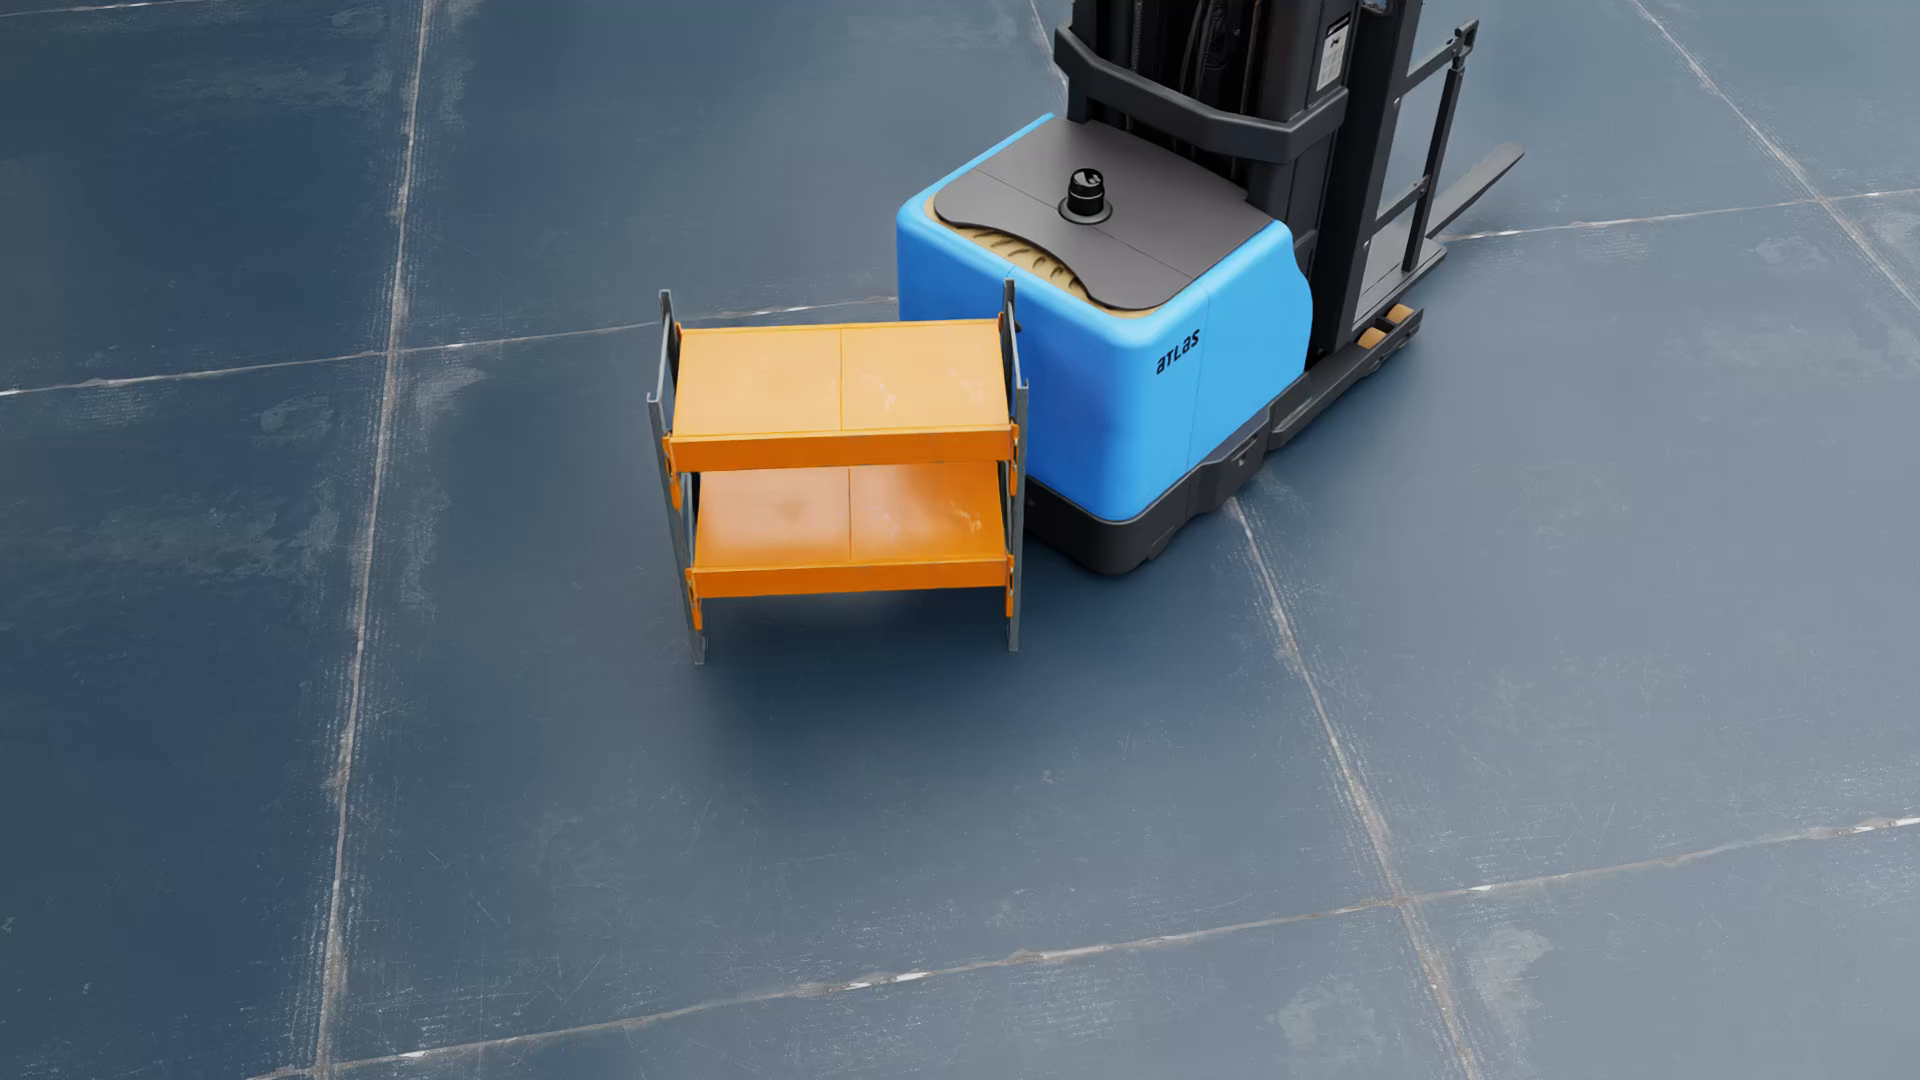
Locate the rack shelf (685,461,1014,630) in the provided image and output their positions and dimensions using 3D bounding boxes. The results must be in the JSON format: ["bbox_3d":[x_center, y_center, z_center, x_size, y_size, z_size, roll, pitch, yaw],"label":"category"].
[{"bbox_3d":[-0.347,-0.018,5.326,1.000,0.278,0.538,-2,46,-2],"label":"rack shelf"}]

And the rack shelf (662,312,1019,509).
[{"bbox_3d":[-0.347,-0.391,4.939,1.000,0.278,0.538,-2,46,-2],"label":"rack shelf"}]

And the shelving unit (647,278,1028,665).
[{"bbox_3d":[-0.347,-0.187,5.150,1.048,1.125,0.538,-2,46,-2],"label":"shelving unit"}]

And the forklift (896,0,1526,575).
[{"bbox_3d":[1.139,-1.882,5.528,1.130,2.935,3.031,33,54,28],"label":"forklift"}]

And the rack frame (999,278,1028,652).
[{"bbox_3d":[0.160,-0.208,5.169,0.032,1.125,0.500,-2,46,-2],"label":"rack frame"}]

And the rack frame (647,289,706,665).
[{"bbox_3d":[-0.855,-0.167,5.130,0.032,1.125,0.500,-2,46,-2],"label":"rack frame"}]
